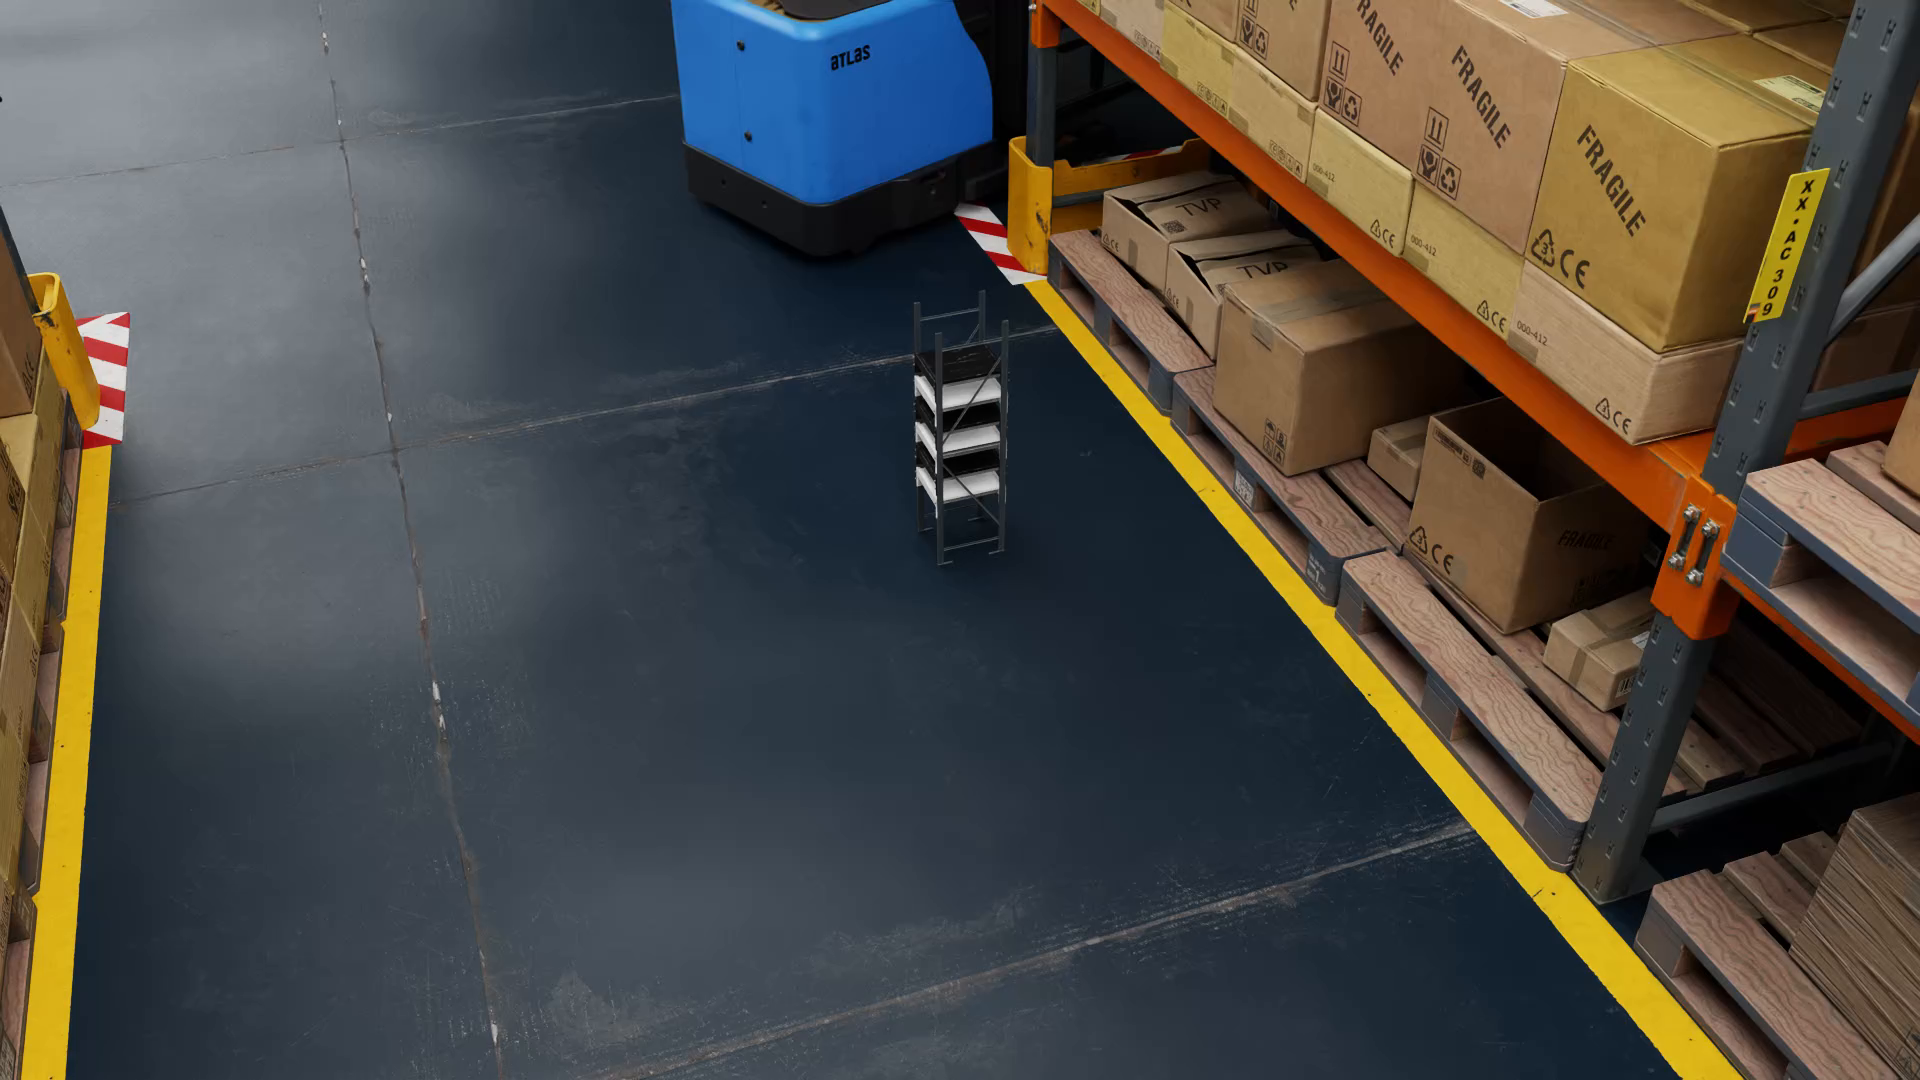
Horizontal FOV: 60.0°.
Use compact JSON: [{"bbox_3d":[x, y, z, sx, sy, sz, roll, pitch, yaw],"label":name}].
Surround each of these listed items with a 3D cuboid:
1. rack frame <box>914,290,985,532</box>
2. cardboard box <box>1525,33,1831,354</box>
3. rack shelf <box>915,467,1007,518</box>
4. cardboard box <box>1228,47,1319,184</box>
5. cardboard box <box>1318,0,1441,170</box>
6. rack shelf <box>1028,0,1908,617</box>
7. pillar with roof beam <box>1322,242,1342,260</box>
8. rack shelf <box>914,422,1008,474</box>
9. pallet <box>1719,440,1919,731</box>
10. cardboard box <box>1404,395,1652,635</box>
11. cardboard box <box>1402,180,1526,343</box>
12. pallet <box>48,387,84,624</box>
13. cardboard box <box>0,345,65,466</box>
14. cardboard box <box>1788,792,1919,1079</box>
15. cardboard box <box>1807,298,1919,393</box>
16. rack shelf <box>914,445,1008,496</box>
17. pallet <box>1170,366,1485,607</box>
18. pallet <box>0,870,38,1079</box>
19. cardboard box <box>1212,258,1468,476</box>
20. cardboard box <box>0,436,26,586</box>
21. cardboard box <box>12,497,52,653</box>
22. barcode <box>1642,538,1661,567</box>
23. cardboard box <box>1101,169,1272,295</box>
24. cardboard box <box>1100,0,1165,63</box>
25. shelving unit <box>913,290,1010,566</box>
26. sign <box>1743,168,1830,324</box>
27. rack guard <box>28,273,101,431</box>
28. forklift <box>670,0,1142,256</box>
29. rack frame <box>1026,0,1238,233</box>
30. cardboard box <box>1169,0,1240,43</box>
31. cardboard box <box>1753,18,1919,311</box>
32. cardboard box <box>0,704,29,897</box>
[{"bbox_3d":[-0.032,-0.412,5.549,0.240,0.900,0.006,-12,39,-16],"label":"rack frame"},{"bbox_3d":[1.699,-0.803,3.807,0.500,0.500,0.500,-13,39,-16],"label":"cardboard box"},{"bbox_3d":[0.003,-0.184,5.602,0.258,0.077,0.200,-12,39,-16],"label":"rack shelf"},{"bbox_3d":[1.179,-1.353,5.161,0.500,0.250,0.500,-12,39,-16],"label":"cardboard box"},{"bbox_3d":[1.359,-1.370,4.561,0.500,0.500,0.500,-14,39,-17],"label":"cardboard box"},{"bbox_3d":[1.464,-1.195,5.441,1.077,0.370,4.000,-12,39,-16],"label":"rack shelf"},{"bbox_3d":[-2.213,-3.900,3.449,9.100,9.000,0.400,-12,39,-16],"label":"pillar with roof beam"},{"bbox_3d":[0.003,-0.328,5.493,0.258,0.077,0.200,-12,39,-16],"label":"rack shelf"},{"bbox_3d":[2.278,0.186,3.169,1.003,0.211,1.213,-12,39,-16],"label":"pallet"},{"bbox_3d":[1.757,-0.107,5.112,0.500,0.500,0.500,-15,40,-19],"label":"cardboard box"},{"bbox_3d":[1.541,-0.788,4.411,0.500,0.250,0.500,-12,39,-16],"label":"cardboard box"},{"bbox_3d":[-3.572,-0.047,5.637,1.003,0.211,1.213,-12,39,-16],"label":"pallet"},{"bbox_3d":[-3.412,-0.412,5.740,0.500,0.250,0.500,-12,39,-16],"label":"cardboard box"},{"bbox_3d":[2.421,0.883,3.797,0.700,0.500,0.500,-11,38,-14],"label":"cardboard box"},{"bbox_3d":[2.192,-0.610,4.175,0.500,0.250,0.500,-12,39,-15],"label":"cardboard box"},{"bbox_3d":[0.003,-0.256,5.547,0.258,0.077,0.200,-12,39,-16],"label":"rack shelf"},{"bbox_3d":[1.464,-0.301,5.974,1.003,0.211,1.213,-12,39,-16],"label":"pallet"},{"bbox_3d":[-2.732,1.331,3.807,1.003,0.211,1.213,-12,39,-16],"label":"pallet"},{"bbox_3d":[1.331,-0.633,5.809,0.700,0.500,0.500,-15,39,-19],"label":"cardboard box"},{"bbox_3d":[-3.052,-0.150,4.769,0.500,0.500,0.500,-12,39,-16],"label":"cardboard box"},{"bbox_3d":[-3.055,0.150,4.994,0.500,0.250,0.500,-12,39,-16],"label":"cardboard box"},{"bbox_3d":[2.141,0.040,5.148,0.001,0.075,0.075,-12,39,-16],"label":"barcode"},{"bbox_3d":[0.929,-1.304,6.857,0.500,0.311,0.500,-17,40,-21],"label":"cardboard box"},{"bbox_3d":[0.837,-1.928,5.925,0.500,0.250,0.500,-14,39,-17],"label":"cardboard box"},{"bbox_3d":[0.003,-0.355,5.473,0.258,0.900,0.210,-12,39,-16],"label":"shelving unit"},{"bbox_3d":[1.645,-0.581,3.309,0.100,0.325,0.005,-12,39,-16],"label":"sign"},{"bbox_3d":[-3.883,-0.599,6.130,1.175,0.500,0.348,-12,39,-16],"label":"rack guard"},{"bbox_3d":[0.128,-3.184,7.541,3.031,2.935,1.130,-30,46,-33],"label":"forklift"},{"bbox_3d":[0.776,-2.612,6.724,1.000,3.000,0.127,-12,39,-16],"label":"rack frame"},{"bbox_3d":[0.990,-1.953,5.335,0.500,0.500,0.500,-14,39,-17],"label":"cardboard box"},{"bbox_3d":[2.186,-0.909,3.948,0.500,0.500,0.500,-13,39,-17],"label":"cardboard box"},{"bbox_3d":[-2.707,0.714,4.245,0.500,0.250,0.500,-12,39,-16],"label":"cardboard box"}]
